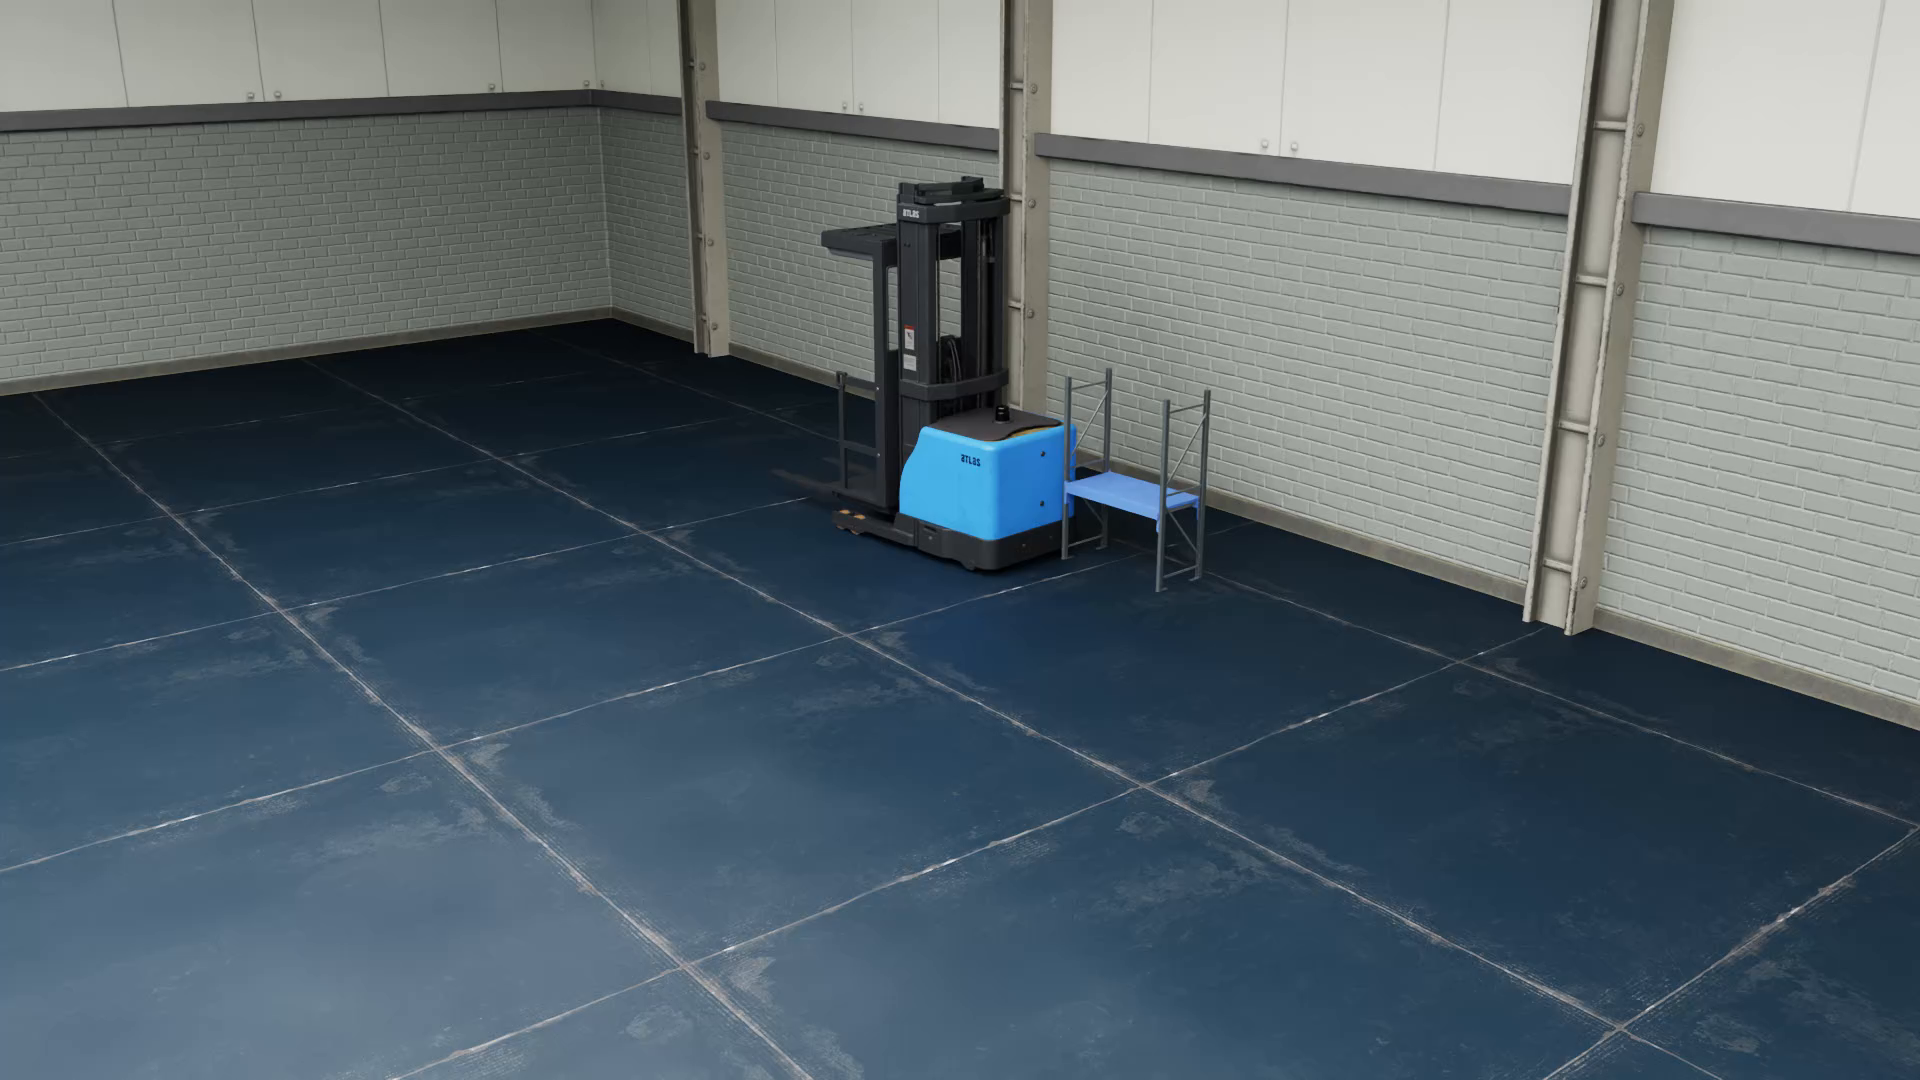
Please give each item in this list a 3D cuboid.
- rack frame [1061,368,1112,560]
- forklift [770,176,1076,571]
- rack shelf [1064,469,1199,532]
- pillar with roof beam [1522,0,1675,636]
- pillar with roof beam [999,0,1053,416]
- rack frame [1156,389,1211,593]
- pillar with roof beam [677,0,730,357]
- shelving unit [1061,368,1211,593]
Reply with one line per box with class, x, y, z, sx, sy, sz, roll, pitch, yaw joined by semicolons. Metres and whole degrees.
rack frame;1.013;-0.605;13.305;0.500;1.500;0.032;-16;24;-39
forklift;-0.436;-1.535;13.834;1.130;2.935;3.031;-17;25;-41
rack shelf;1.351;-0.315;13.001;0.538;0.185;1.000;-16;24;-39
pillar with roof beam;0.958;-2.829;8.092;9.100;9.000;0.400;-14;23;-36
pillar with roof beam;-2.767;-4.308;12.557;9.100;9.000;0.400;-14;23;-36
rack frame;1.689;-0.366;12.583;0.500;1.500;0.032;-16;24;-39
pillar with roof beam;-6.493;-5.786;17.022;9.100;9.000;0.400;-14;23;-36
shelving unit;1.351;-0.486;12.944;0.538;1.500;1.048;-16;24;-39
